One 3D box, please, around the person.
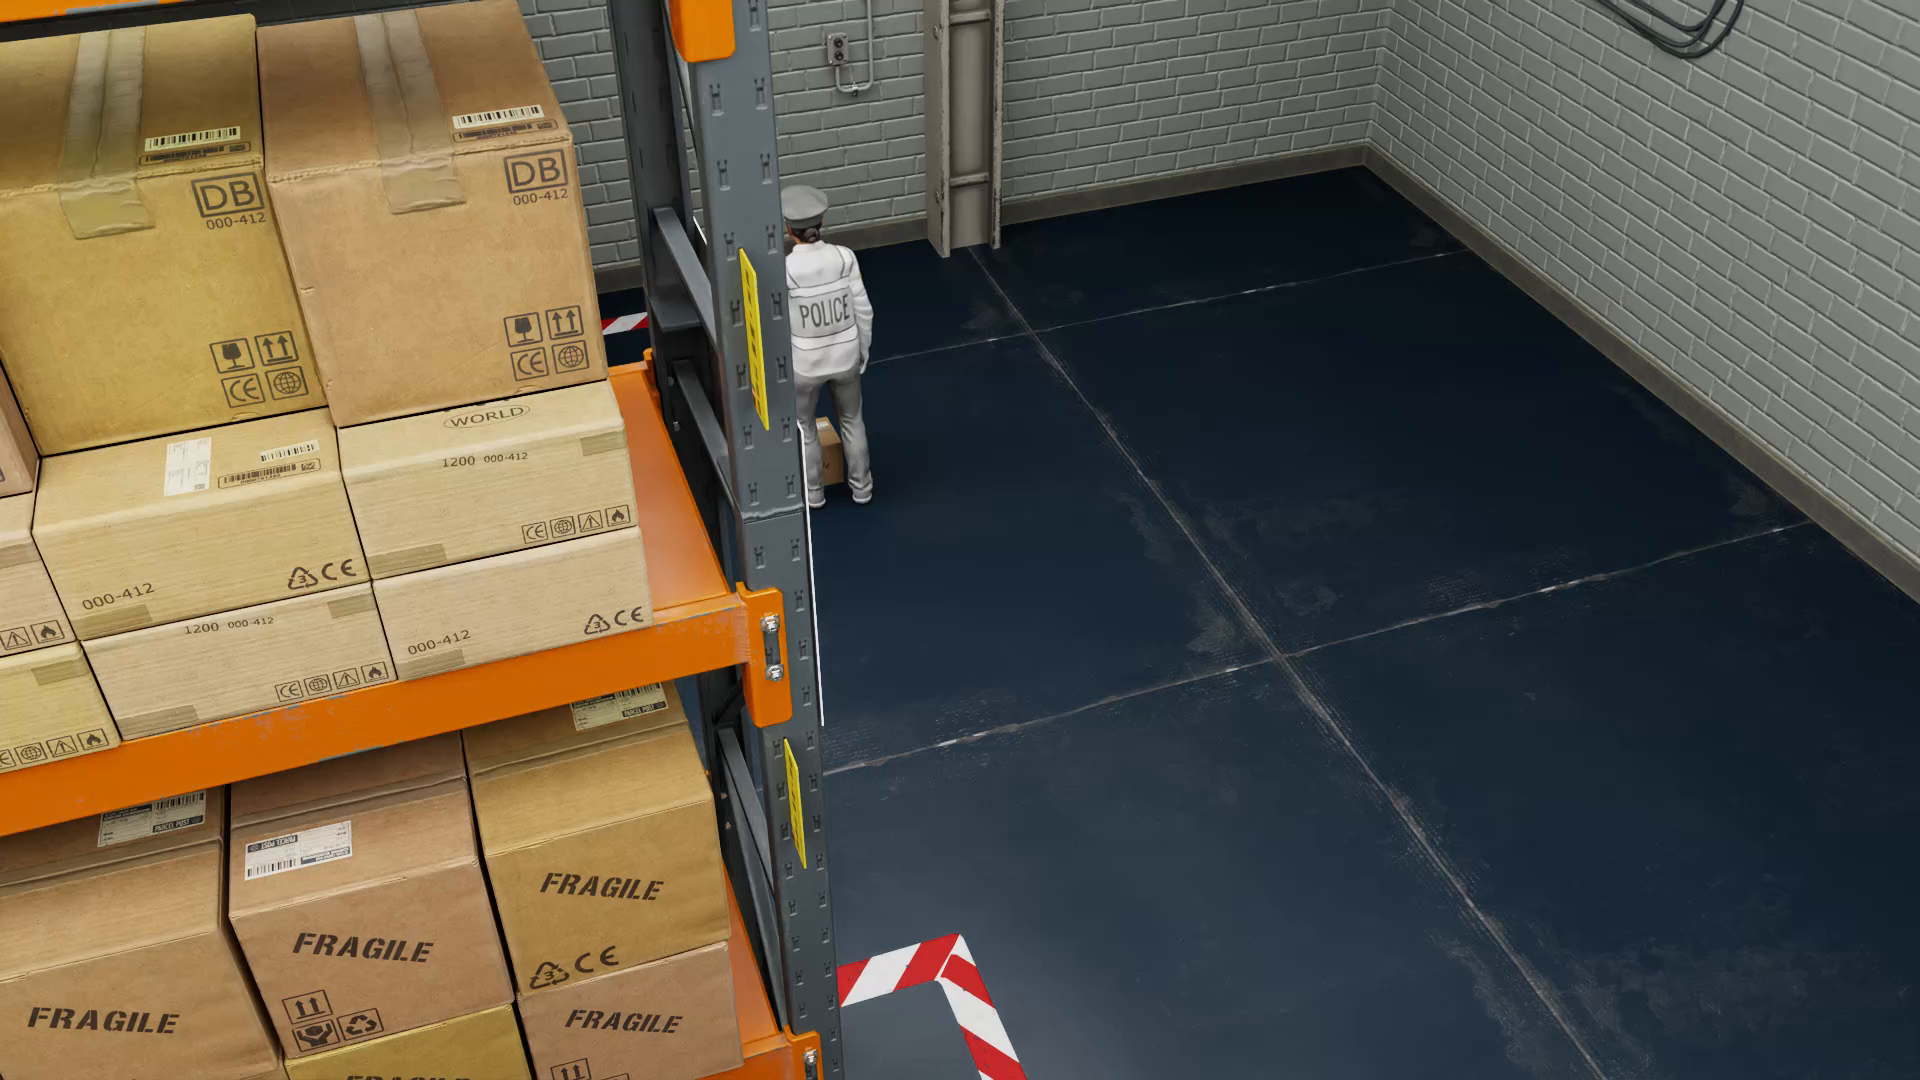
[{"bbox_3d":[-0.674,-0.866,7.893,0.535,1.661,0.414,-15,40,-18],"label":"person"}]
